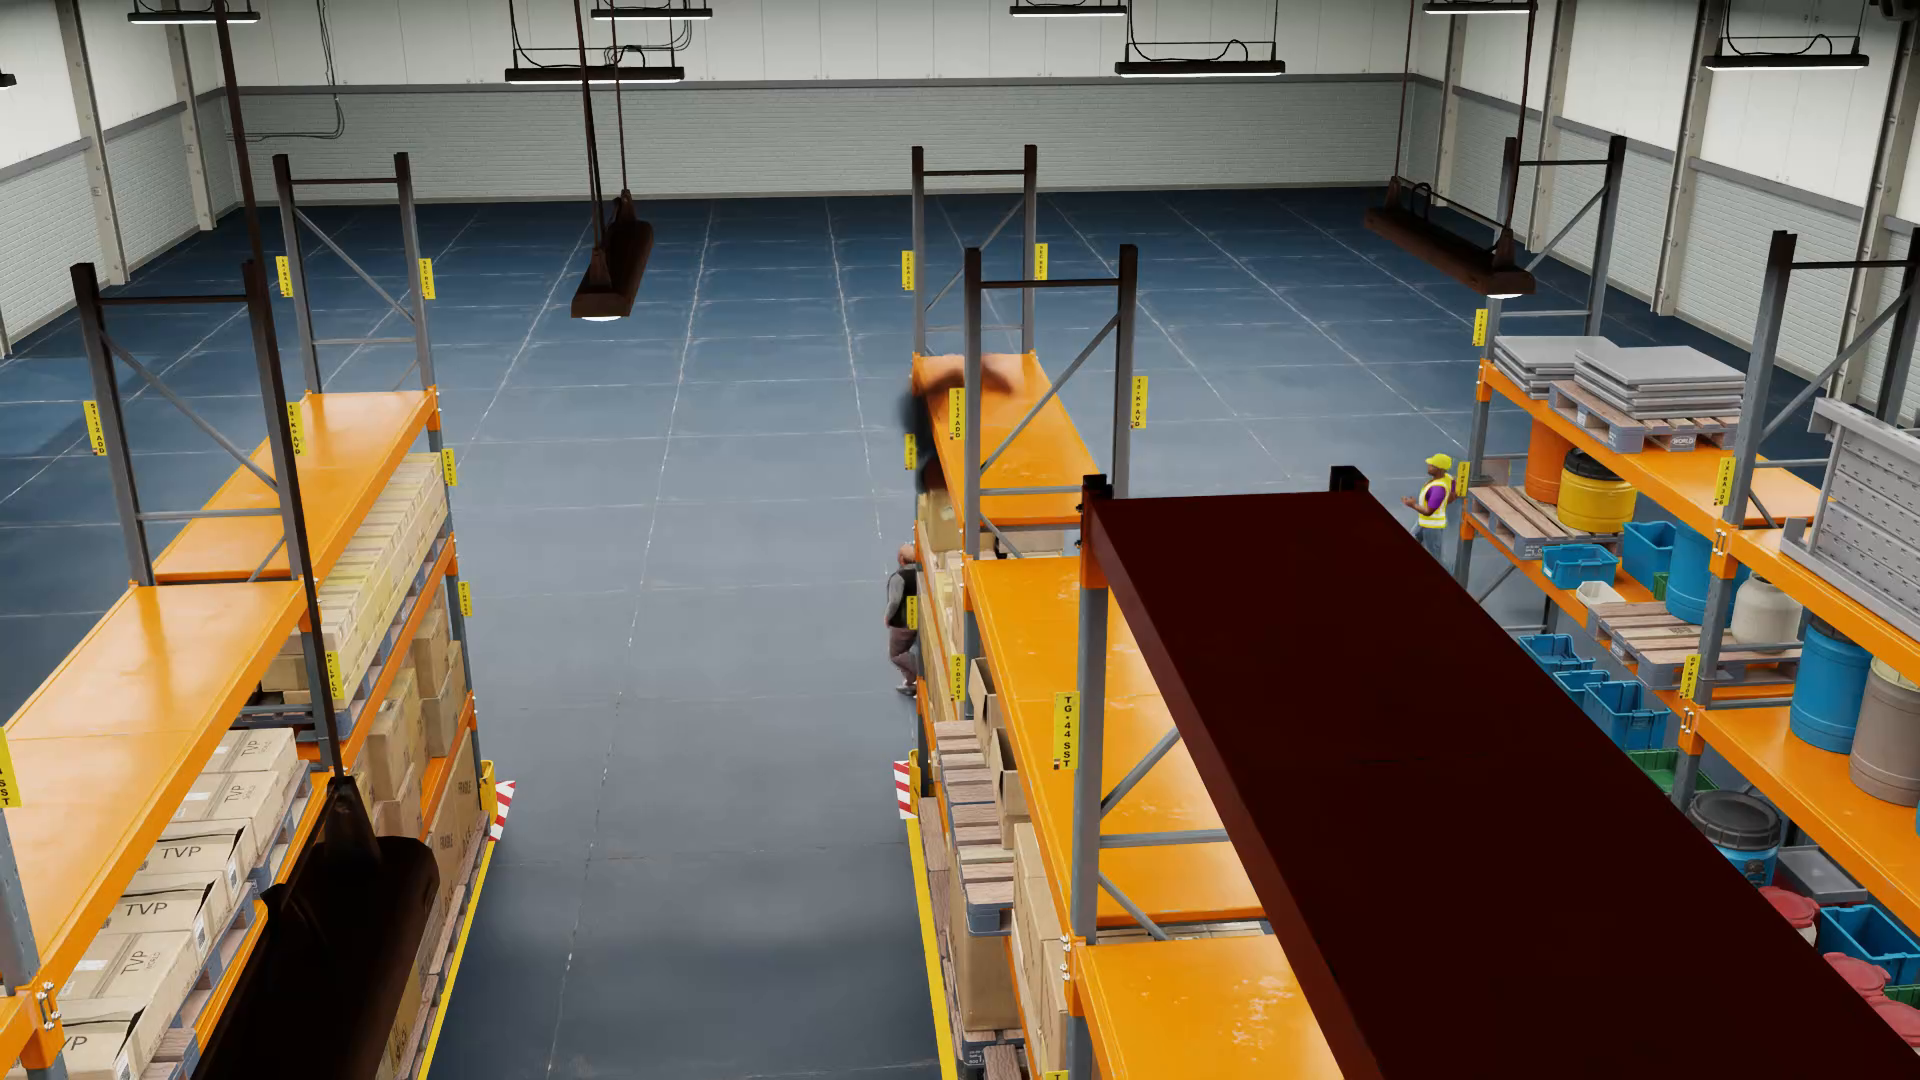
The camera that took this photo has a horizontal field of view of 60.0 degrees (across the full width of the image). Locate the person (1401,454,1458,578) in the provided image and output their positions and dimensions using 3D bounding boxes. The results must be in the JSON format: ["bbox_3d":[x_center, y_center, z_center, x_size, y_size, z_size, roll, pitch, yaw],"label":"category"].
[{"bbox_3d":[5.569,-0.154,19.645,0.764,1.830,0.670,5,22,12],"label":"person"}]

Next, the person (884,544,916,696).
[{"bbox_3d":[-0.491,0.876,17.169,0.666,1.698,0.664,18,28,39],"label":"person"}]
